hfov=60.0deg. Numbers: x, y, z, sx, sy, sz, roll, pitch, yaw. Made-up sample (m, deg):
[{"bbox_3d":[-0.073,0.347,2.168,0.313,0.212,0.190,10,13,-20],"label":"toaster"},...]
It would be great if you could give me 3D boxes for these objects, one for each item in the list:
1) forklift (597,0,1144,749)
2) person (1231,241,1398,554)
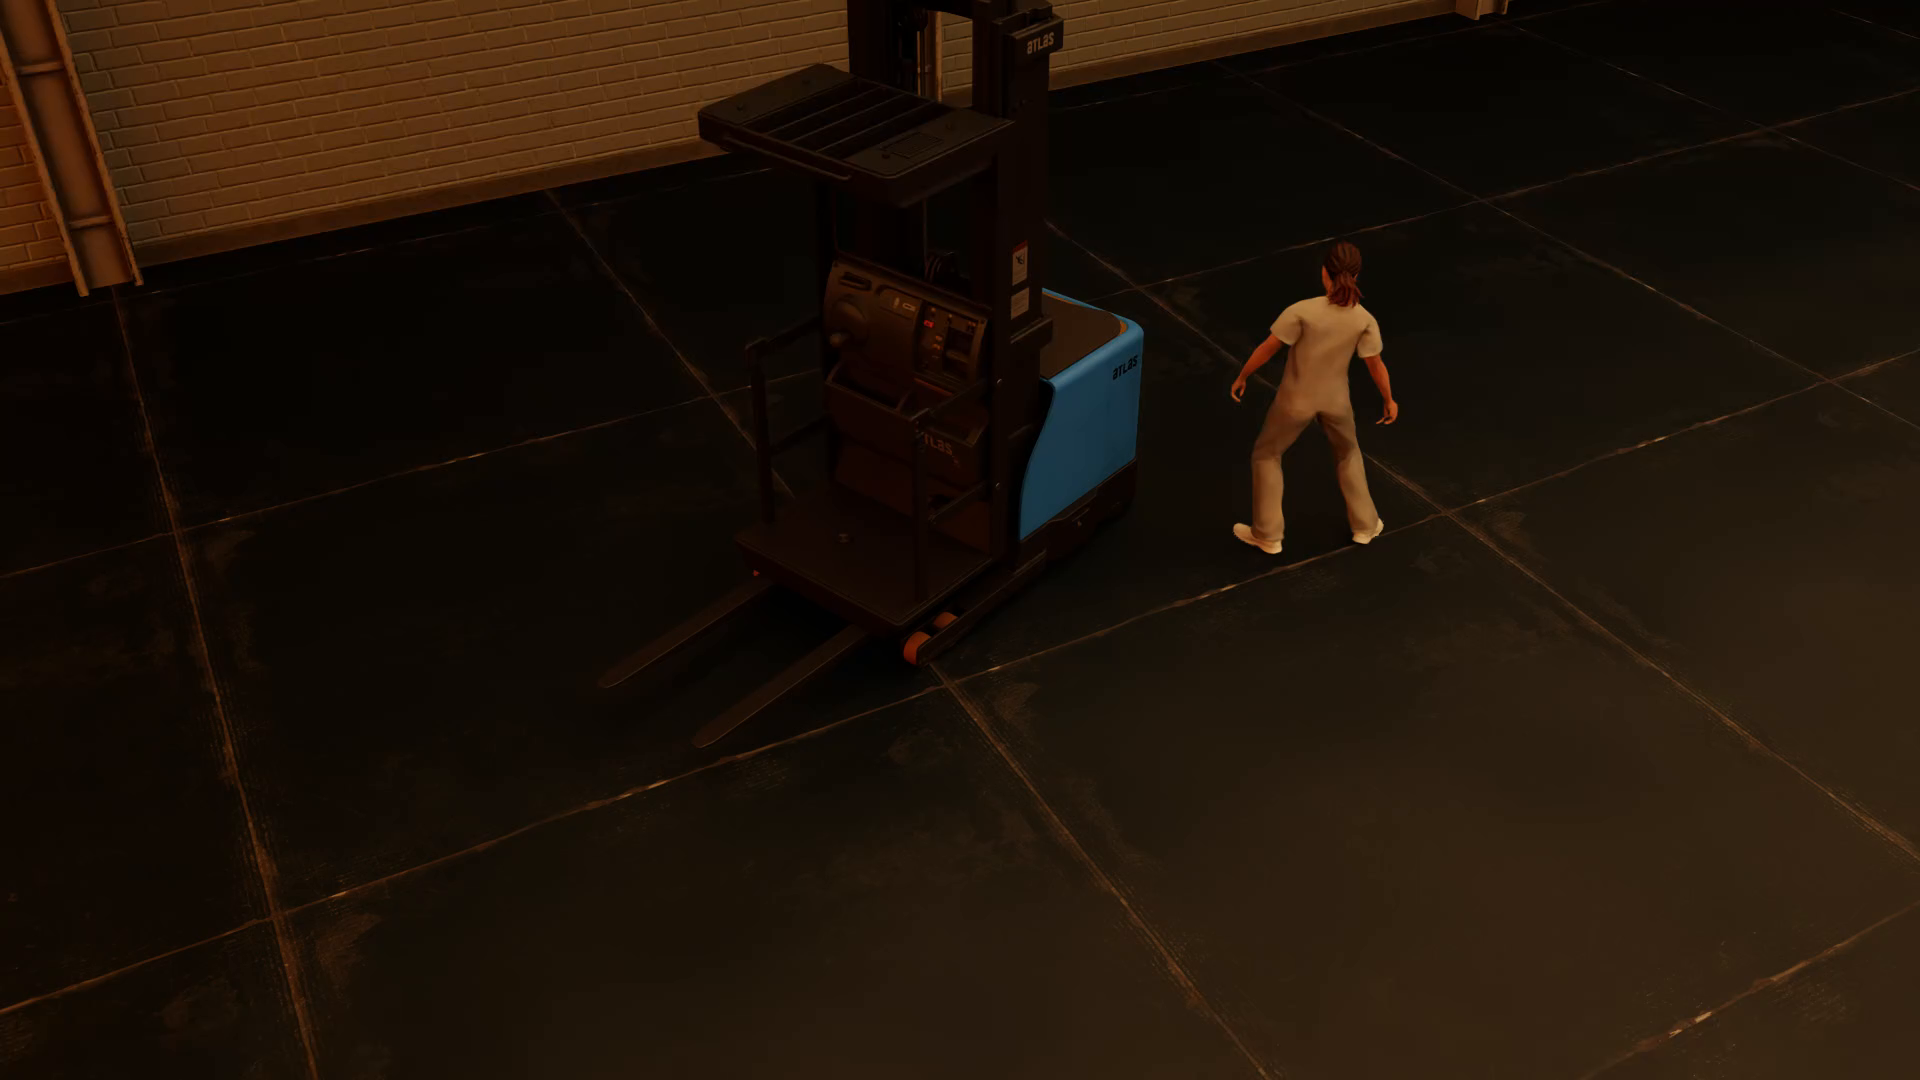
[{"bbox_3d":[-0.390,-0.927,7.434,1.130,2.935,3.031,26,43,31],"label":"forklift"},{"bbox_3d":[1.789,-0.687,8.257,0.895,1.633,0.400,-3,35,-4],"label":"person"}]
